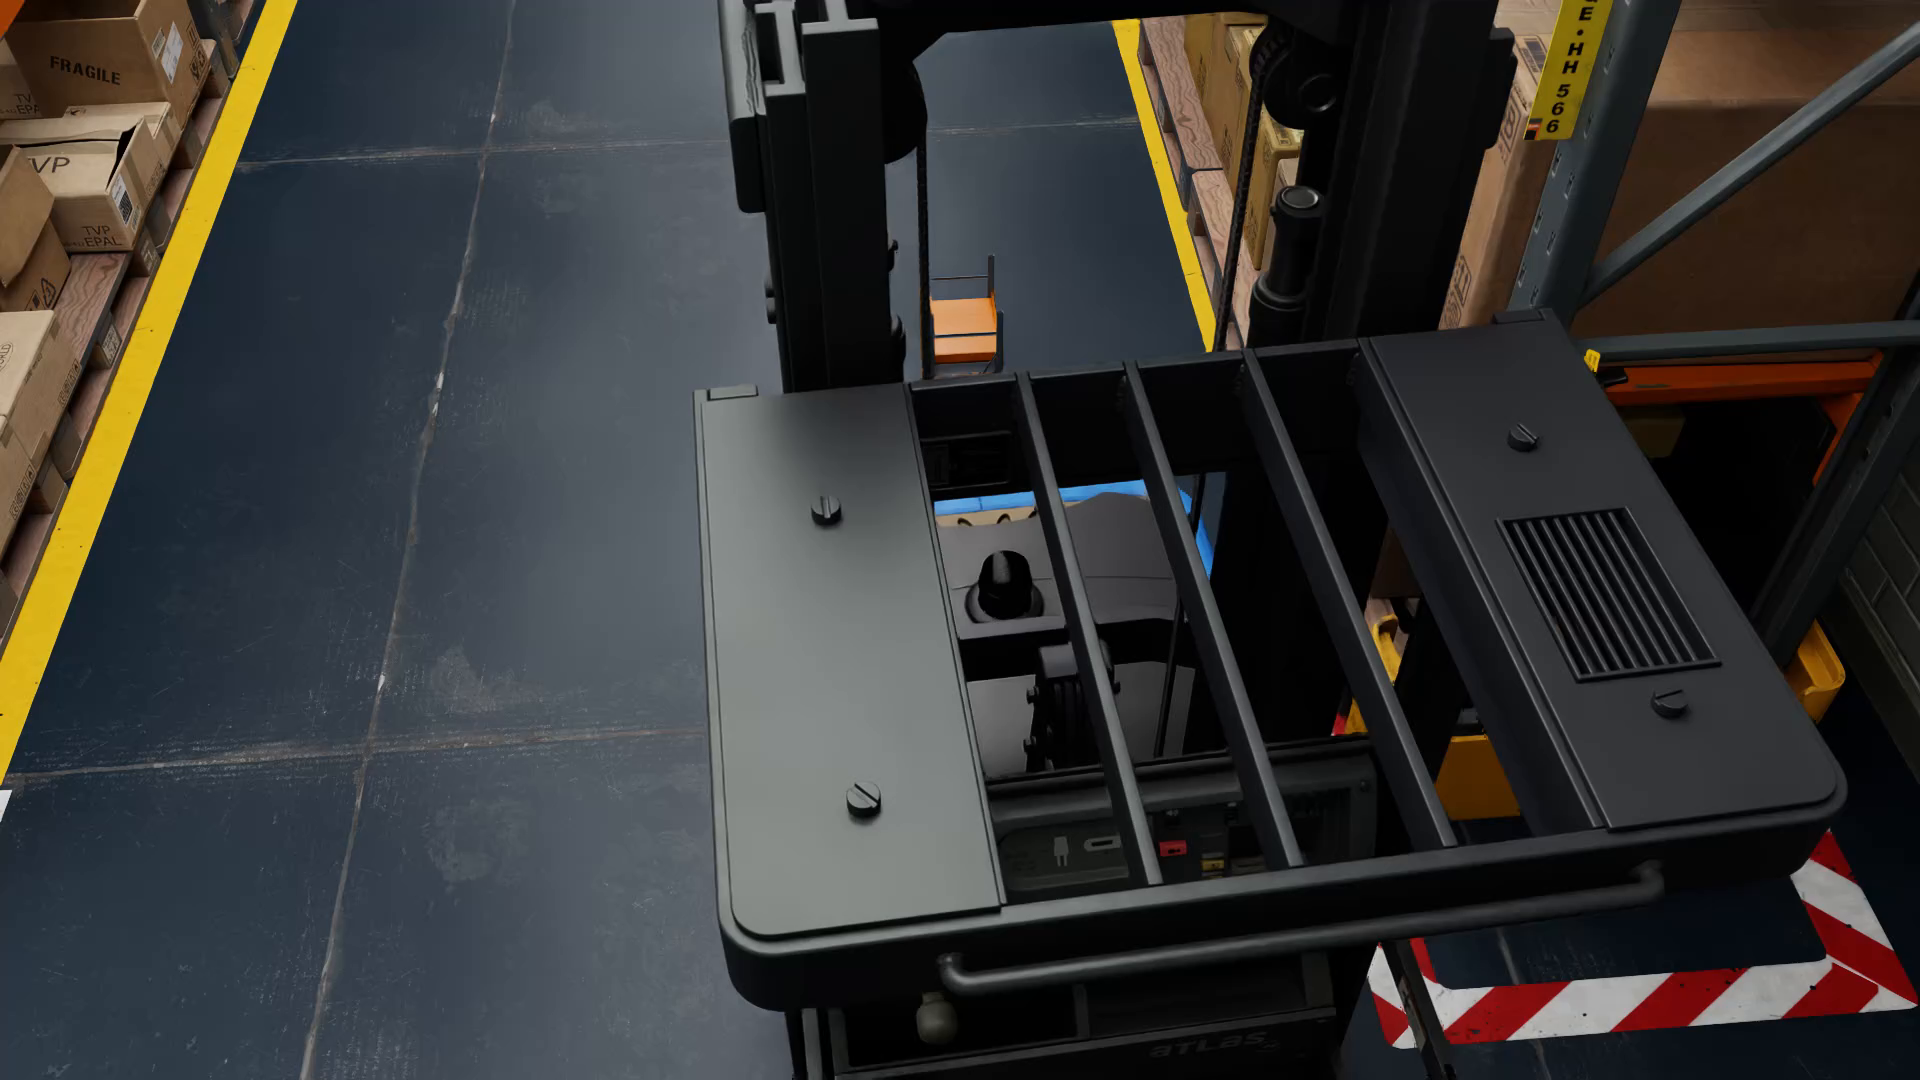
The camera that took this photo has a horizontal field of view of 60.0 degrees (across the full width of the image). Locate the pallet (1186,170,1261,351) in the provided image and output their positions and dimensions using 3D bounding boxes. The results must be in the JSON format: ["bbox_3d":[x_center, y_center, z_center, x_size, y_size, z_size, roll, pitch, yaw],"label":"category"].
[{"bbox_3d":[1.421,-0.915,5.971,1.003,0.211,1.213,-3,47,-3],"label":"pallet"}]

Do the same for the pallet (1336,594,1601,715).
[{"bbox_3d":[1.520,-0.035,5.137,1.003,0.211,1.213,-3,47,-3],"label":"pallet"}]

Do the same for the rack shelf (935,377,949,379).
[{"bbox_3d":[0.004,-0.315,4.840,0.215,0.259,0.240,-3,47,-3],"label":"rack shelf"}]

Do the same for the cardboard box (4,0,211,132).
[{"bbox_3d":[-3.276,-1.907,6.409,0.500,0.500,0.500,-3,47,-3],"label":"cardboard box"}]

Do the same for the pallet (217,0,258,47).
[{"bbox_3d":[-3.712,-2.637,7.602,1.003,0.211,1.213,-3,47,-3],"label":"pallet"}]

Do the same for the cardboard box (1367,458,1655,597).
[{"bbox_3d":[1.506,-0.205,4.811,0.700,0.500,0.500,-3,47,-3],"label":"cardboard box"}]

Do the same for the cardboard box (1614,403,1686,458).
[{"bbox_3d":[1.716,-0.350,4.501,0.380,0.149,0.250,-3,47,-3],"label":"cardboard box"}]

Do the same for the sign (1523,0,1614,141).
[{"bbox_3d":[1.123,-0.876,3.054,0.100,0.325,0.005,-3,47,-3],"label":"sign"}]

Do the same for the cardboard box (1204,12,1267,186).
[{"bbox_3d":[1.329,-1.688,6.215,0.700,0.500,0.500,-4,47,-4],"label":"cardboard box"}]

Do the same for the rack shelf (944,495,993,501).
[{"bbox_3d":[0.004,-0.124,5.042,0.215,0.259,0.240,-3,47,-3],"label":"rack shelf"}]

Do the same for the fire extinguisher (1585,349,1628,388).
[{"bbox_3d":[1.217,-0.128,3.615,0.296,0.674,0.183,-3,47,-3],"label":"fire extinguisher"}]

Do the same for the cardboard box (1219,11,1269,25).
[{"bbox_3d":[1.137,-2.016,6.079,0.380,0.149,0.250,-2,47,-2],"label":"cardboard box"}]

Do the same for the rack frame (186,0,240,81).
[{"bbox_3d":[-3.606,-3.010,6.035,1.000,3.000,0.127,-3,47,-3],"label":"rack frame"}]

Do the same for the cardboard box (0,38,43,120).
[{"bbox_3d":[-3.787,-1.920,6.551,0.500,0.311,0.500,-3,47,-3],"label":"cardboard box"}]

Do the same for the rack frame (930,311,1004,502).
[{"bbox_3d":[0.015,-0.234,4.749,0.200,1.050,0.008,-3,47,-3],"label":"rack frame"}]

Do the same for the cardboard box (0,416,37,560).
[{"bbox_3d":[-3.076,-0.094,4.864,0.500,0.250,0.500,-3,47,-3],"label":"cardboard box"}]

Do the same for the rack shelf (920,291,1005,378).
[{"bbox_3d":[0.004,-0.510,4.634,0.215,0.259,0.240,-3,47,-3],"label":"rack shelf"}]

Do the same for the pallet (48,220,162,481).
[{"bbox_3d":[-3.444,-0.669,5.739,1.003,0.211,1.213,-3,47,-3],"label":"pallet"}]

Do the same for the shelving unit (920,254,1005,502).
[{"bbox_3d":[0.004,-0.322,4.832,0.215,1.050,0.252,-3,47,-3],"label":"shelving unit"}]

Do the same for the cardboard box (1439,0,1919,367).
[{"bbox_3d":[1.612,-0.891,3.822,0.980,0.700,0.700,-2,47,-1],"label":"cardboard box"}]

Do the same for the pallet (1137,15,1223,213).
[{"bbox_3d":[1.315,-1.800,6.809,1.003,0.211,1.213,-3,47,-3],"label":"pallet"}]

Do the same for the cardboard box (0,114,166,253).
[{"bbox_3d":[-3.213,-1.299,5.963,0.500,0.311,0.500,-3,47,-3],"label":"cardboard box"}]

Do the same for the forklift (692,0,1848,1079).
[{"bbox_3d":[0.259,0.689,2.579,1.130,2.935,3.031,-6,47,-6],"label":"forklift"}]

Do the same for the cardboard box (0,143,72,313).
[{"bbox_3d":[-3.444,-0.944,5.494,0.797,0.503,0.637,-3,47,-3],"label":"cardboard box"}]

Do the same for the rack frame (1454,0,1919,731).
[{"bbox_3d":[1.665,-0.420,3.582,1.000,3.000,0.127,-3,47,-3],"label":"rack frame"}]

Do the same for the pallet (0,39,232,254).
[{"bbox_3d":[-3.550,-1.554,6.577,1.003,0.211,1.213,-3,47,-3],"label":"pallet"}]

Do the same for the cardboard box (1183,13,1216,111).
[{"bbox_3d":[1.290,-2.051,6.559,0.700,0.500,0.500,-3,47,-3],"label":"cardboard box"}]

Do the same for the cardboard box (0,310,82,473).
[{"bbox_3d":[-3.118,-0.456,5.207,0.500,0.250,0.500,-3,47,-3],"label":"cardboard box"}]

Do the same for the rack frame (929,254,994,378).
[{"bbox_3d":[-0.006,-0.411,4.916,0.200,1.050,0.008,-3,47,-3],"label":"rack frame"}]

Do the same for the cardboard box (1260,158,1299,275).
[{"bbox_3d":[1.422,-0.931,5.498,0.700,0.500,0.500,-5,47,-5],"label":"cardboard box"}]

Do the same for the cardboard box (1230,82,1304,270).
[{"bbox_3d":[1.370,-1.316,5.863,0.700,0.500,0.500,-3,47,-2],"label":"cardboard box"}]

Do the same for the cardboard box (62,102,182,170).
[{"bbox_3d":[-3.185,-1.518,6.283,0.380,0.149,0.250,-3,47,-3],"label":"cardboard box"}]

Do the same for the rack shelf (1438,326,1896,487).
[{"bbox_3d":[1.497,-1.619,5.213,1.077,0.370,4.000,-3,47,-3],"label":"rack shelf"}]

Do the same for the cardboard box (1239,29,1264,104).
[{"bbox_3d":[1.181,-1.638,5.721,0.380,0.149,0.250,-5,47,-4],"label":"cardboard box"}]

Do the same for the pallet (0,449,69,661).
[{"bbox_3d":[-3.345,0.211,4.905,1.003,0.211,1.213,-3,47,-3],"label":"pallet"}]

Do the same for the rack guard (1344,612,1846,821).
[{"bbox_3d":[1.667,0.457,4.473,1.175,0.500,0.348,-3,47,-3],"label":"rack guard"}]
